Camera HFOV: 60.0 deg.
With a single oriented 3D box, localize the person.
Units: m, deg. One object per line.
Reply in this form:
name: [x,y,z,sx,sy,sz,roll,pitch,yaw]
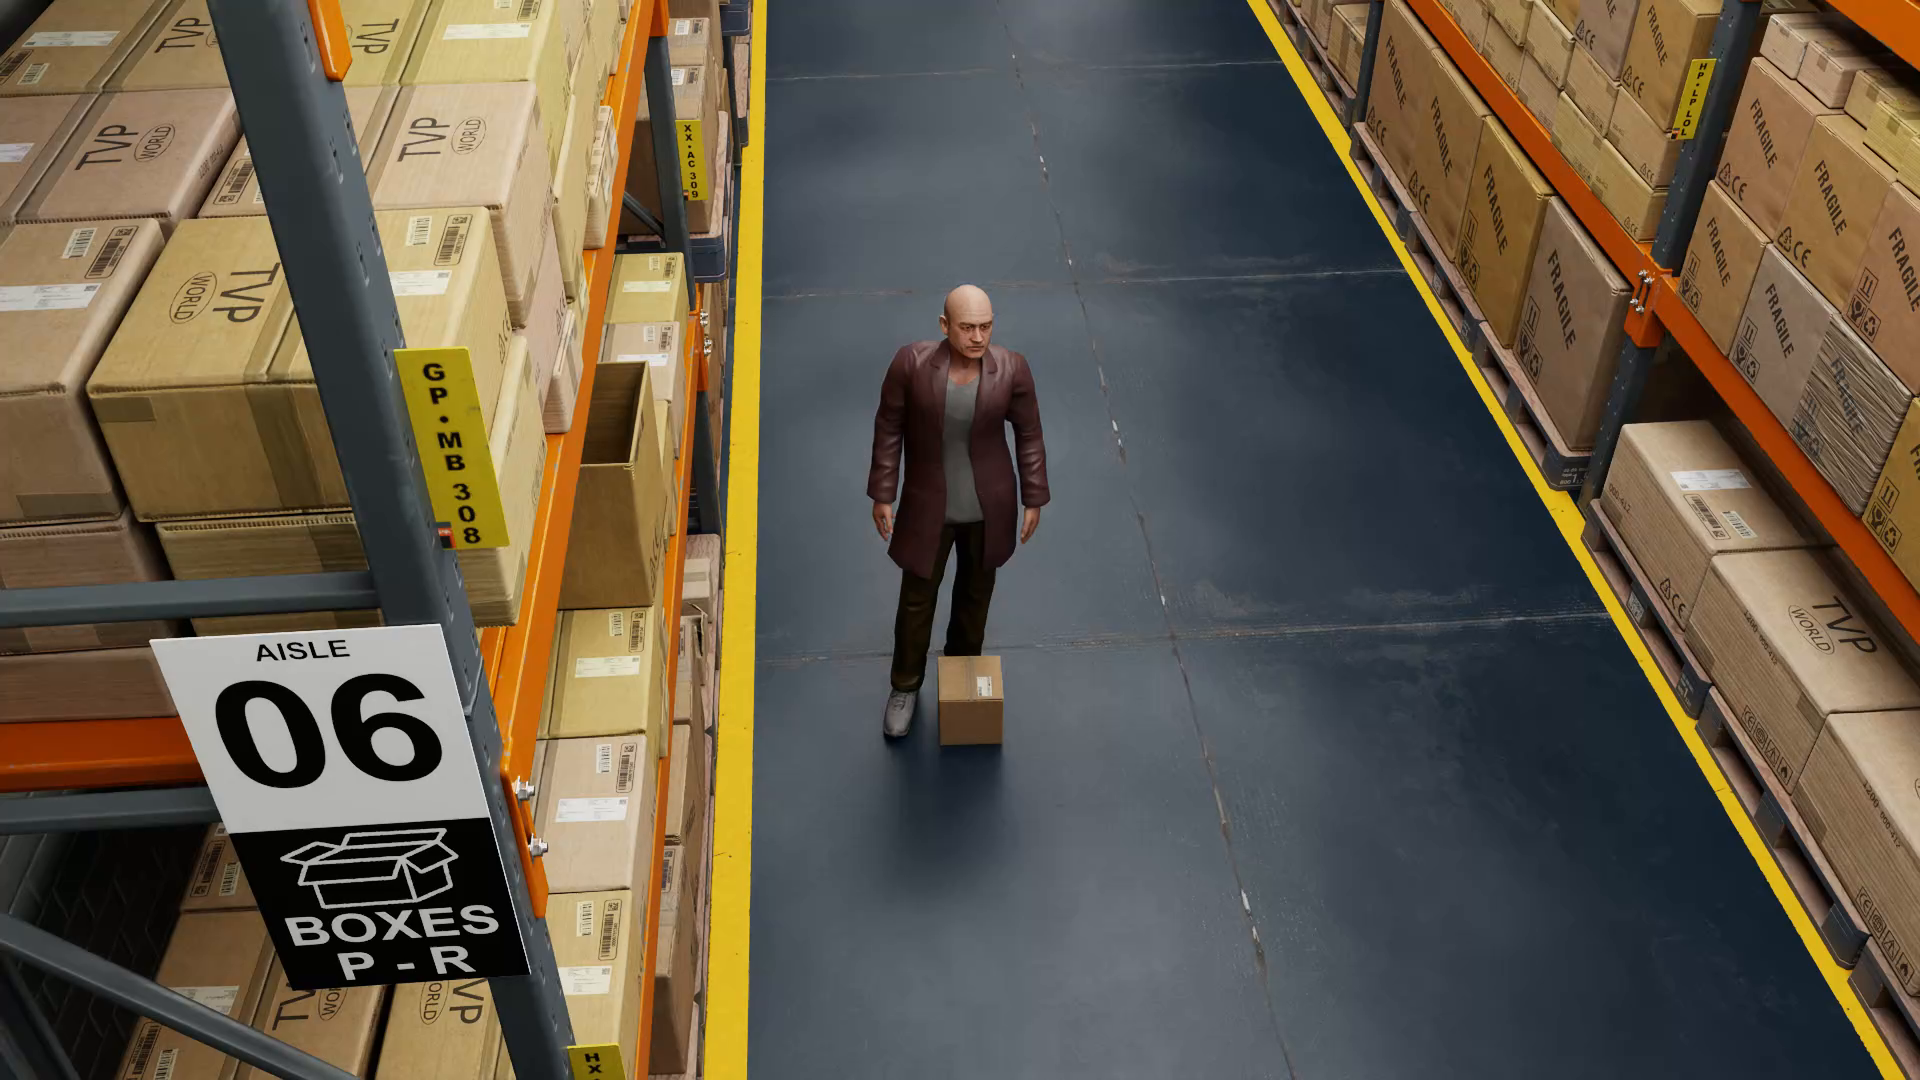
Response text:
person: [0.000,-0.086,6.259,0.695,1.776,0.582,-3,39,-3]
